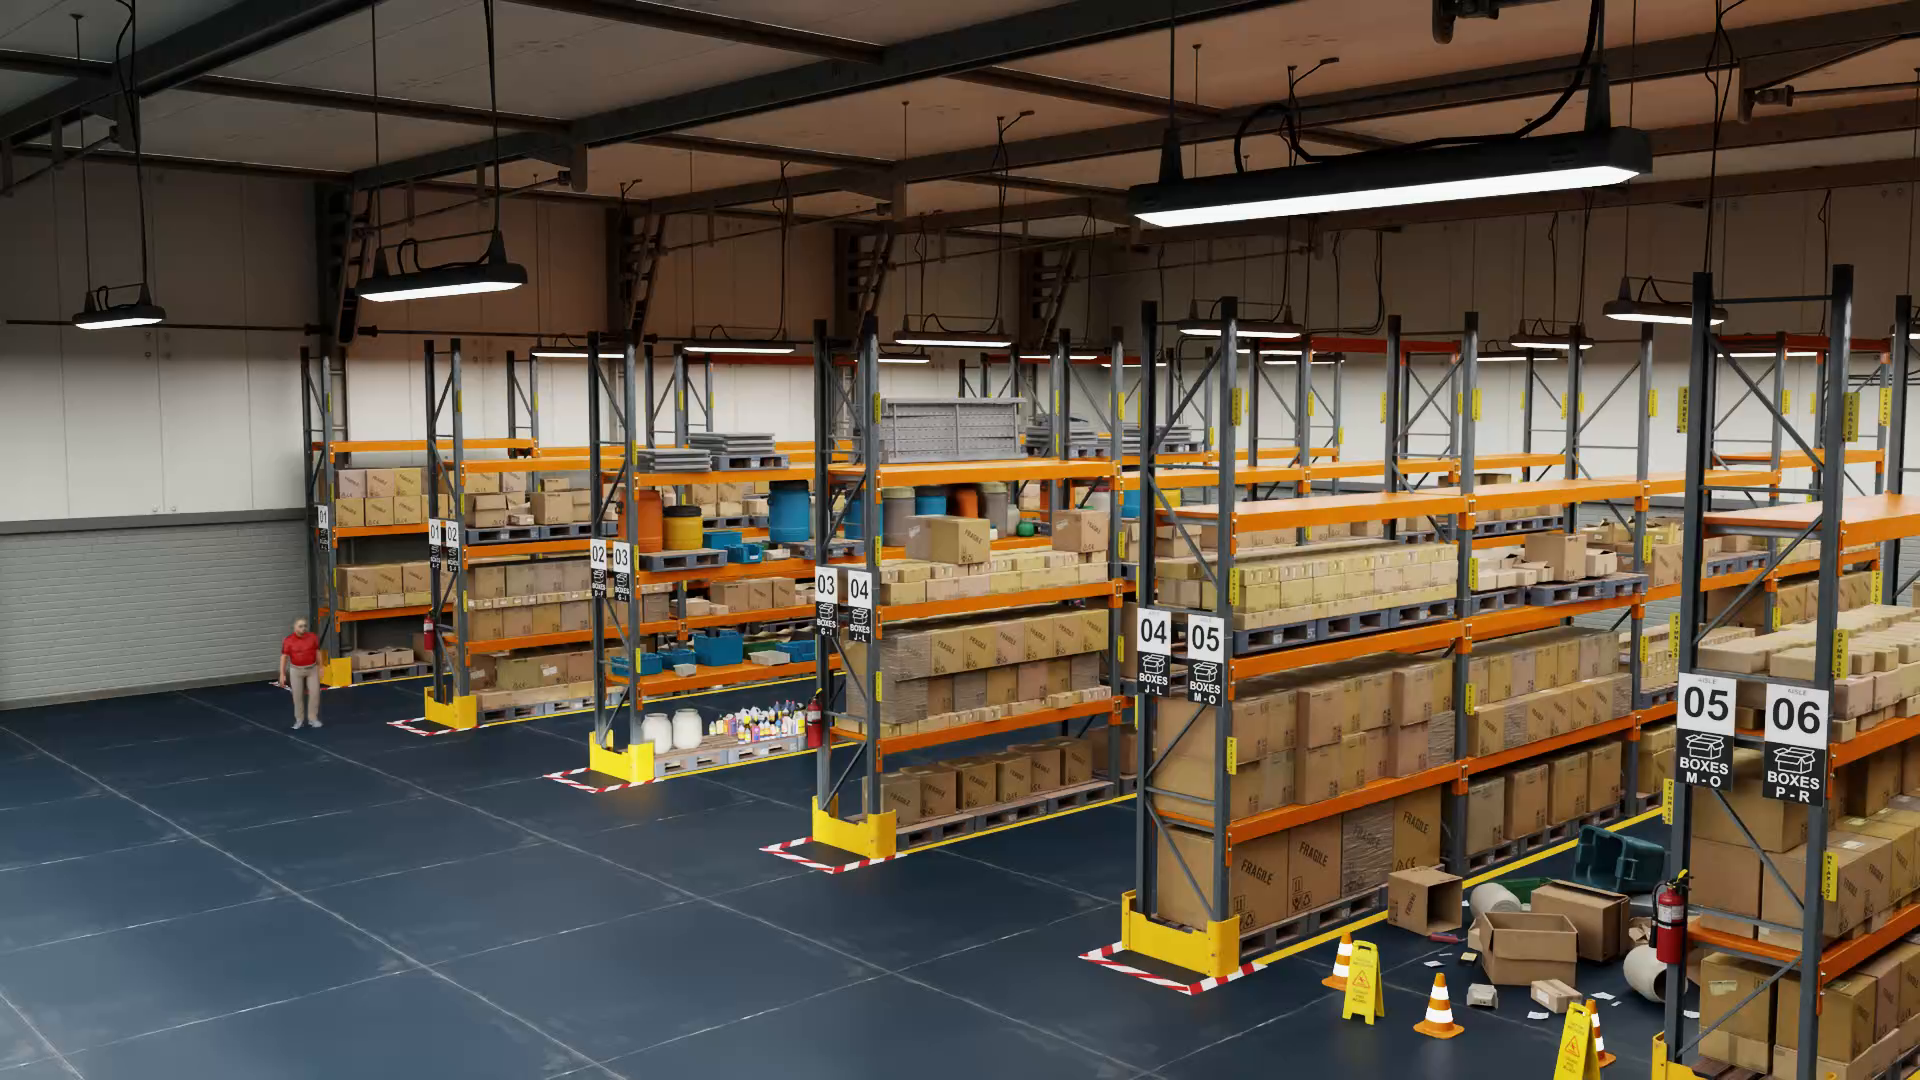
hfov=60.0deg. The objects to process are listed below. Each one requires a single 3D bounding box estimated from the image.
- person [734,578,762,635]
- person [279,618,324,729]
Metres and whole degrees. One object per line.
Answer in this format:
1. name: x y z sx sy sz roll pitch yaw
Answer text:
1. person: -4.057 1.560 31.958 0.647 1.681 0.523 -1 5 -9
2. person: -10.170 2.050 25.696 0.674 1.726 0.385 -3 6 -34
